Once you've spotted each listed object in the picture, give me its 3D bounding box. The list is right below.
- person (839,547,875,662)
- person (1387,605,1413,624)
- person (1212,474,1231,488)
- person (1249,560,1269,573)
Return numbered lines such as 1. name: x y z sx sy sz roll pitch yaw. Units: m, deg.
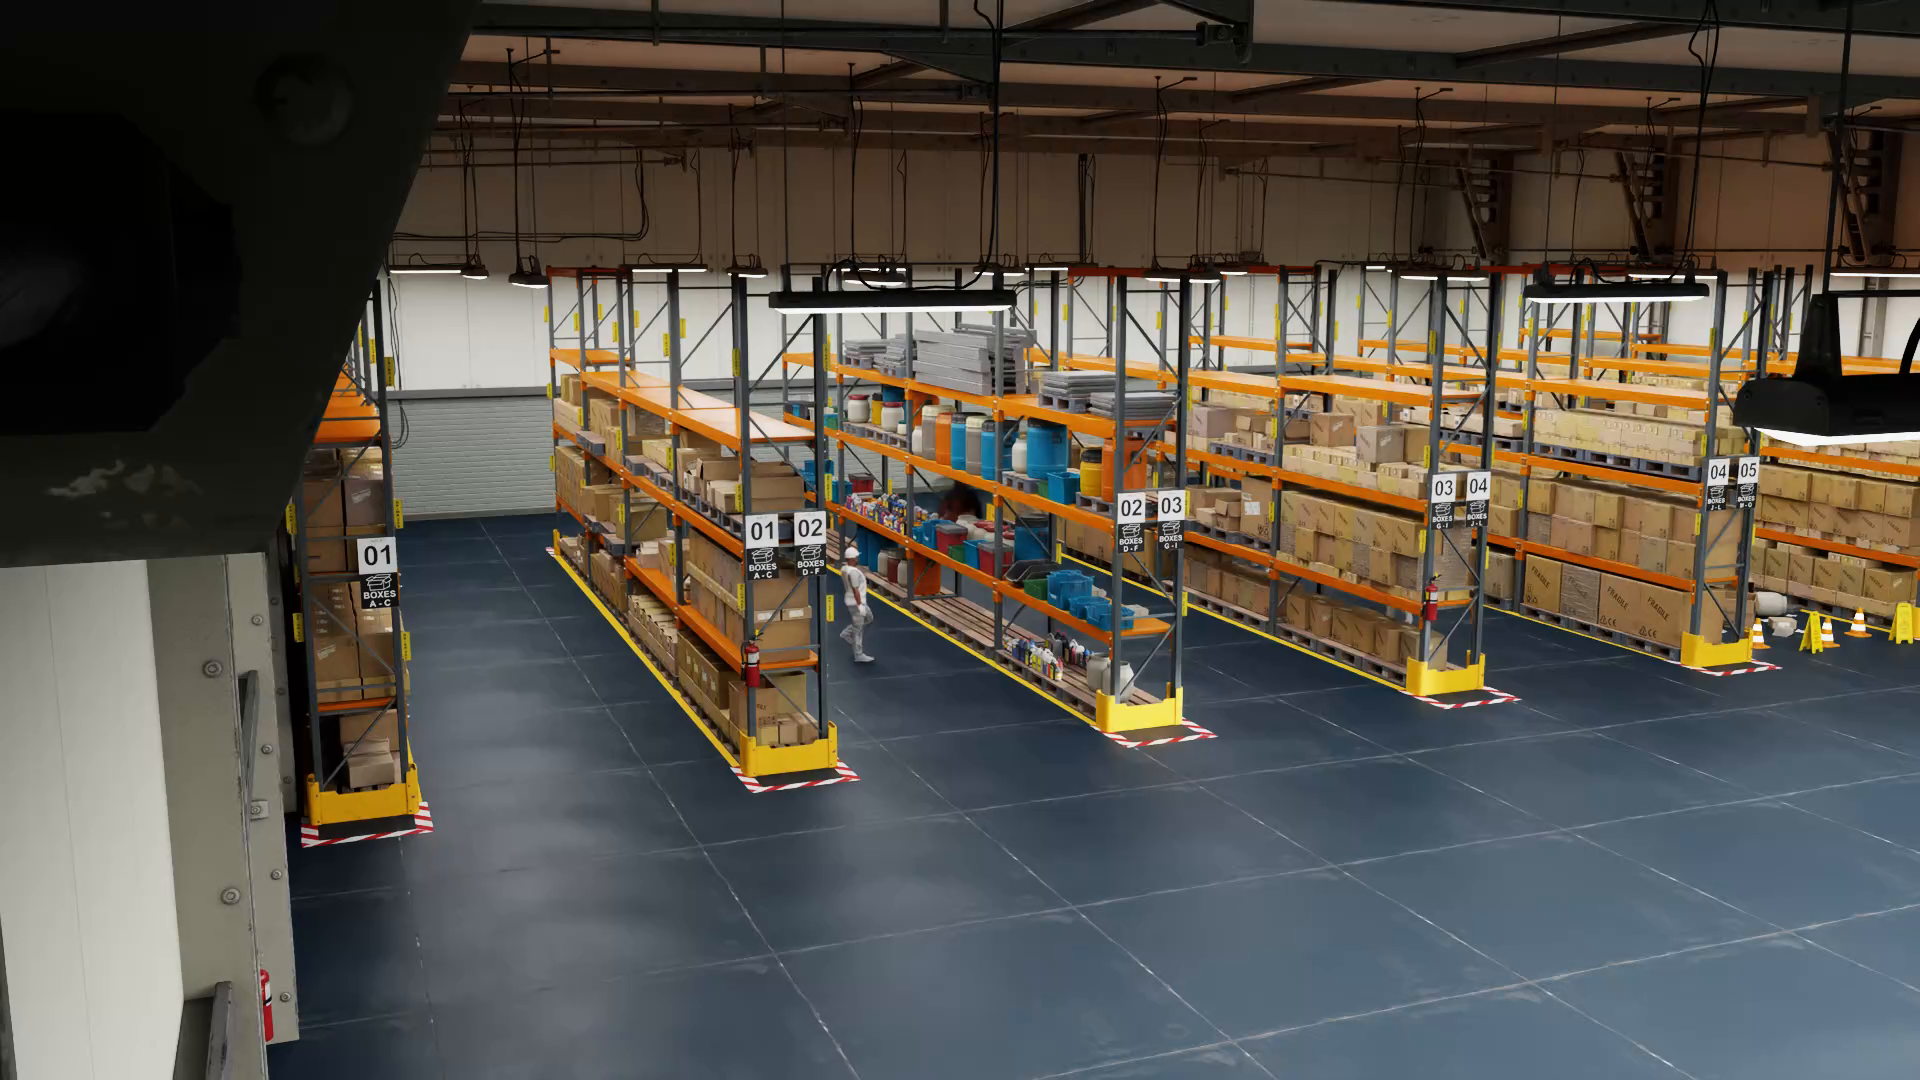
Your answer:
1. person: -1.597 0.996 25.850 0.535 1.781 0.636 -1 10 -8
2. person: 7.295 0.673 27.598 0.612 1.788 0.408 7 12 36
3. person: 6.610 -1.765 41.798 0.728 1.747 0.396 -3 10 -15
4. person: 6.053 -0.211 32.895 0.460 1.643 0.997 -4 11 -24
